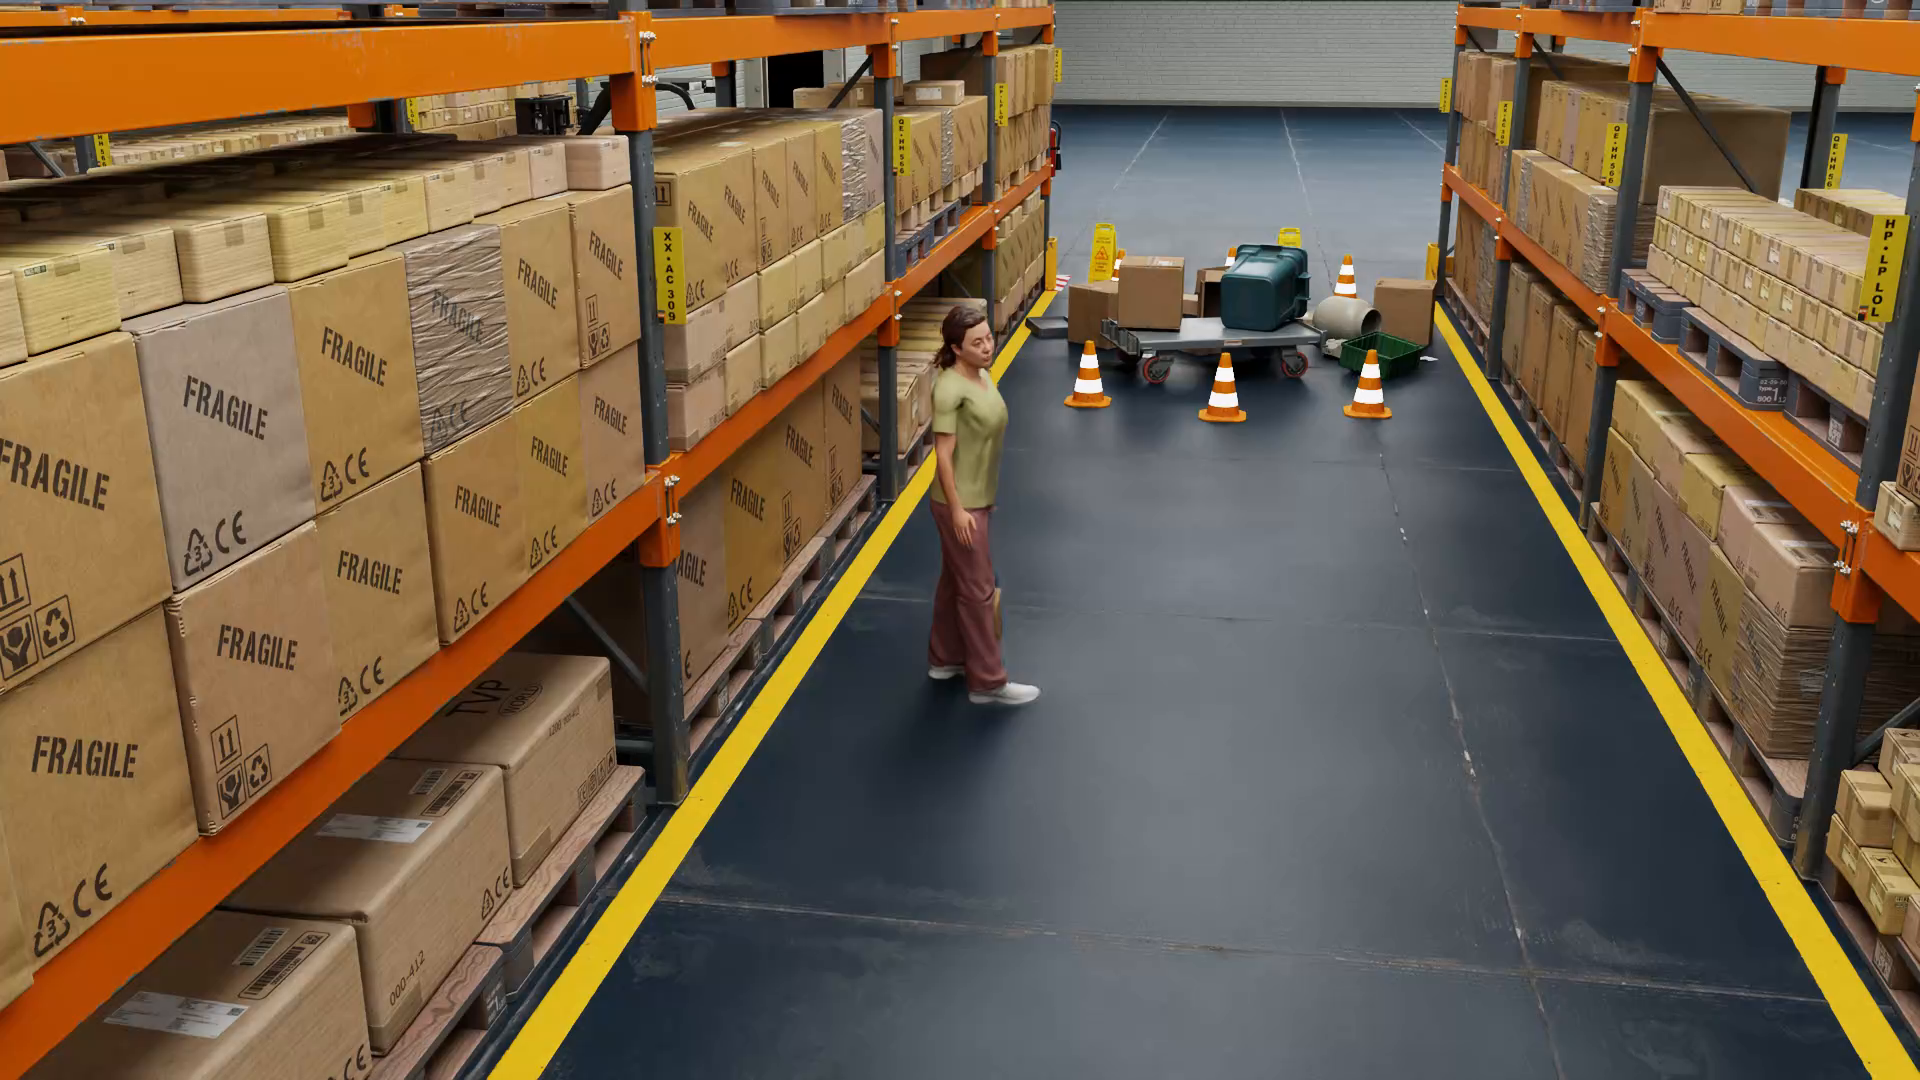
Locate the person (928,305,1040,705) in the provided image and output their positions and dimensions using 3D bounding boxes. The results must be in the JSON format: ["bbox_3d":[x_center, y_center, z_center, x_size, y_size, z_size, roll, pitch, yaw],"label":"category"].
[{"bbox_3d":[0.096,-0.141,6.919,0.555,1.671,0.538,5,19,15],"label":"person"}]
